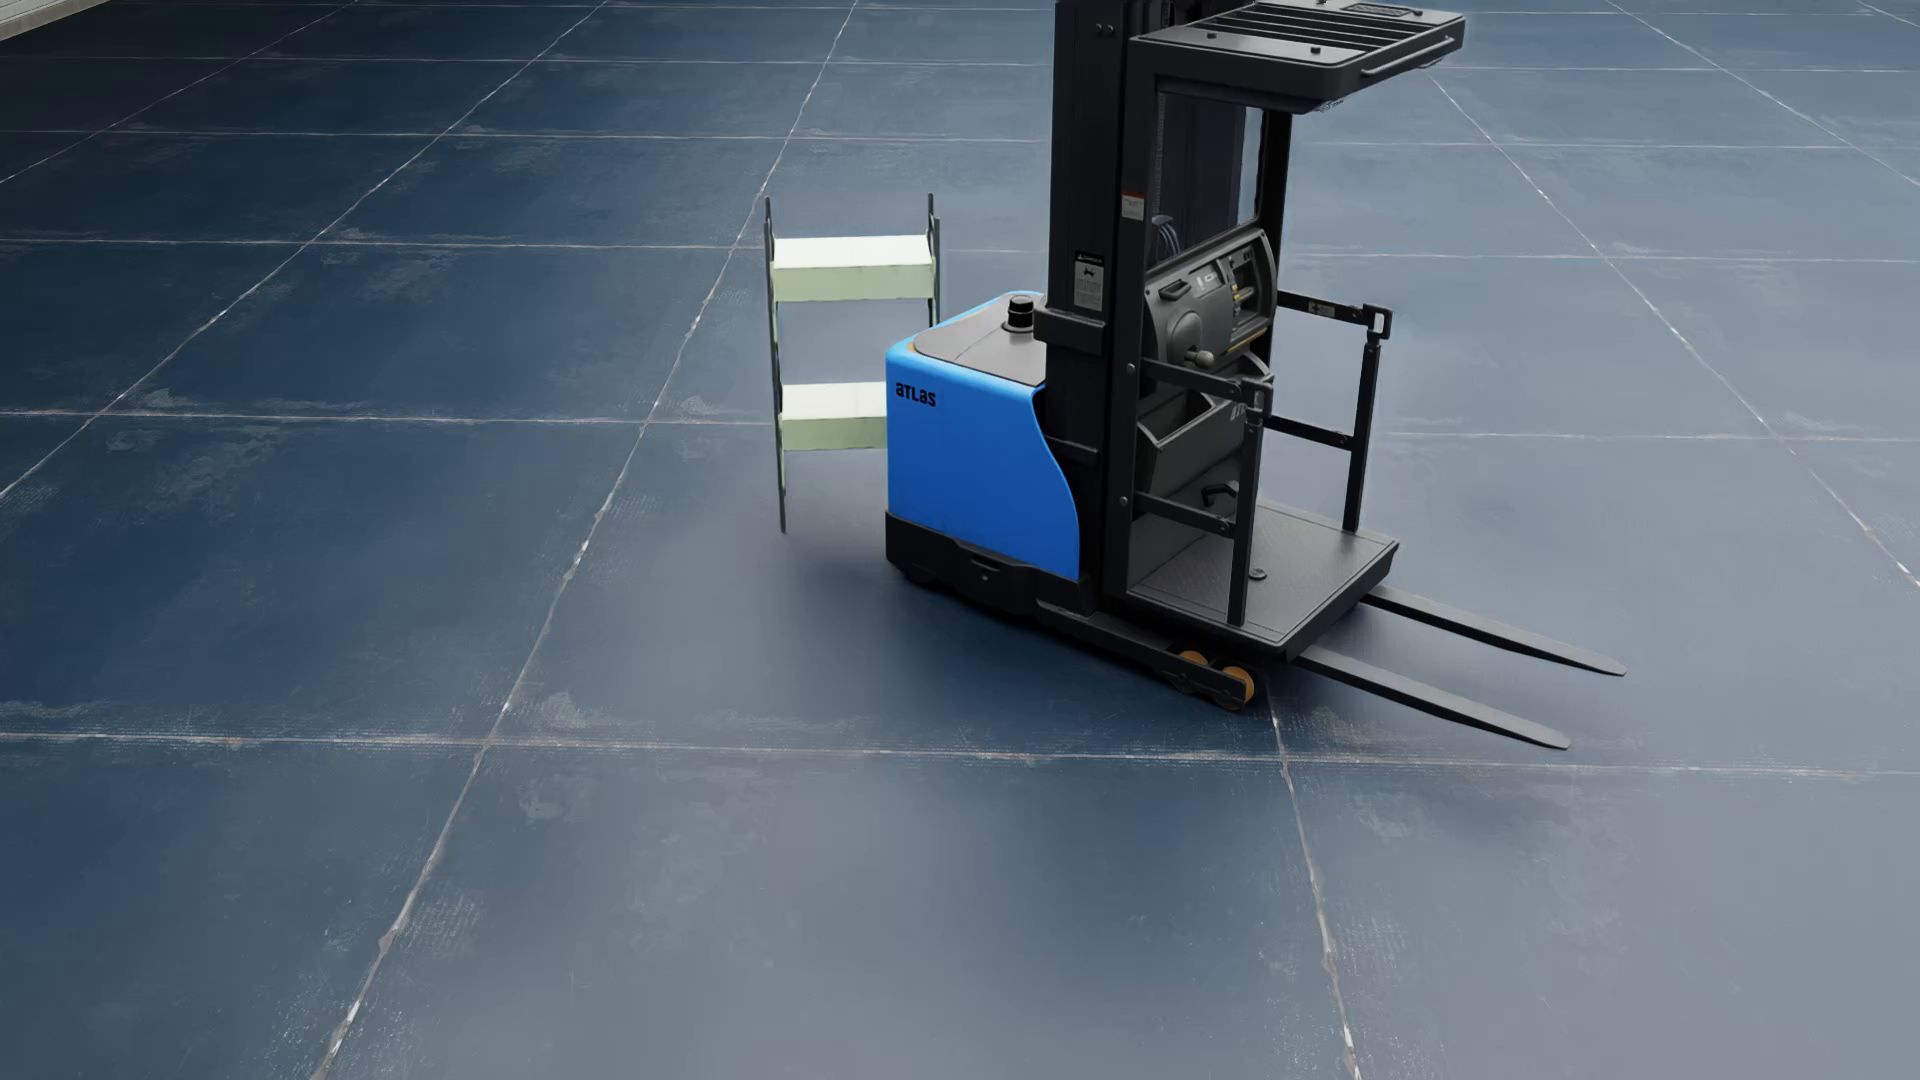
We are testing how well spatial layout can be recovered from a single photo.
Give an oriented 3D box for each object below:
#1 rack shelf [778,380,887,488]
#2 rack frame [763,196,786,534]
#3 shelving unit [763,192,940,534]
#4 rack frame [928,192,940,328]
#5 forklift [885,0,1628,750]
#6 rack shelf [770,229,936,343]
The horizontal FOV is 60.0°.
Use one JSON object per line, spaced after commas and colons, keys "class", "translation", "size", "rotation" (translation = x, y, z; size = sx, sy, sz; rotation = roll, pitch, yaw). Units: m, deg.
{"class": "rack shelf", "translation": [-0.481, -0.513, 7.813], "size": [0.720, 0.370, 0.431], "rotation": [-2, 28, -4]}
{"class": "rack frame", "translation": [-0.846, -0.786, 7.632], "size": [0.023, 1.500, 0.400], "rotation": [-2, 28, -4]}
{"class": "shelving unit", "translation": [-0.481, -0.801, 7.660], "size": [0.755, 1.500, 0.431], "rotation": [-2, 28, -4]}
{"class": "rack frame", "translation": [-0.116, -0.816, 7.688], "size": [0.023, 1.500, 0.400], "rotation": [-2, 28, -4]}
{"class": "forklift", "translation": [1.146, -0.914, 6.344], "size": [3.031, 2.935, 1.130], "rotation": [20, 34, 33]}
{"class": "rack shelf", "translation": [-0.481, -1.146, 7.477], "size": [0.720, 0.370, 0.431], "rotation": [-2, 28, -4]}
